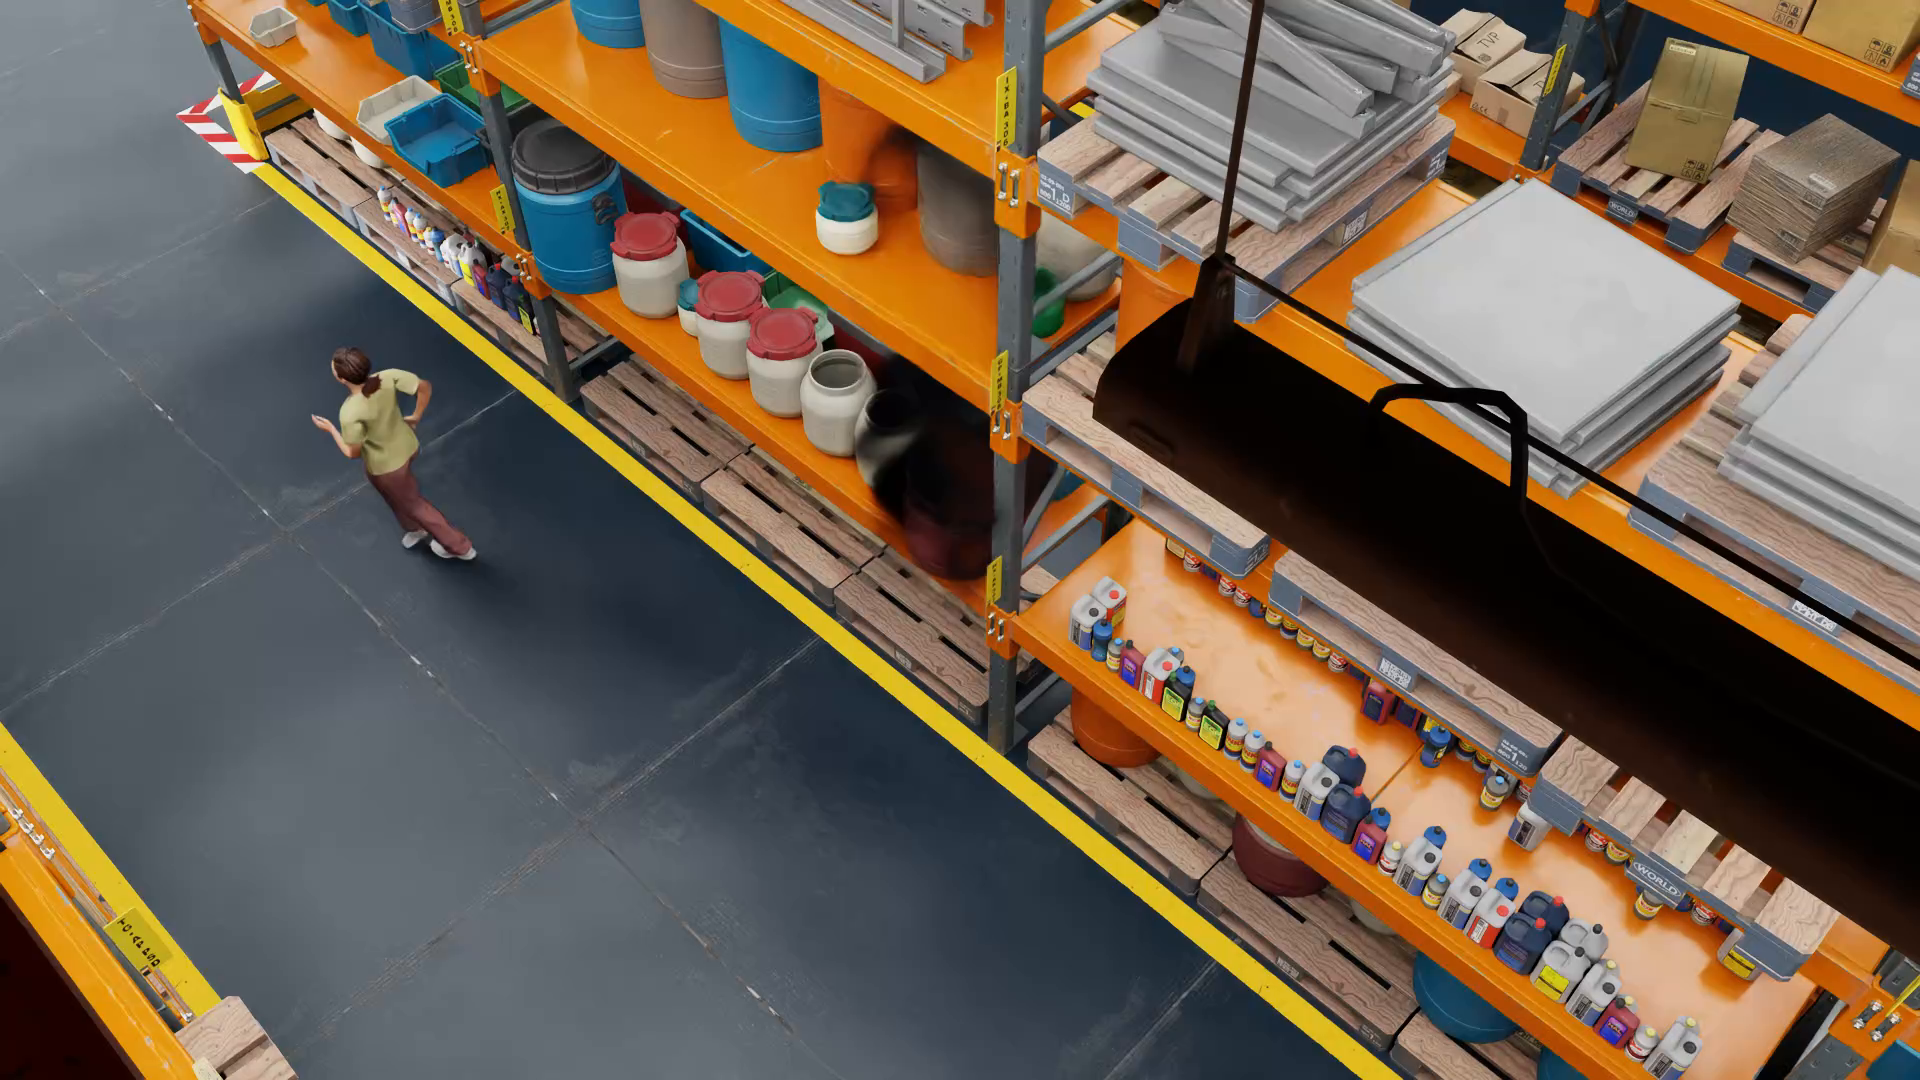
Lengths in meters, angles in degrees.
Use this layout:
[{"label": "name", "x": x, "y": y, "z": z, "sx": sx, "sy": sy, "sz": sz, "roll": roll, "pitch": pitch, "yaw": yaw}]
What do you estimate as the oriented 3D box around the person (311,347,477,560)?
[{"label": "person", "x": -3.305, "y": -0.483, "z": 9.708, "sx": 0.740, "sy": 1.696, "sz": 0.579, "roll": 15, "pitch": 52, "yaw": 12}]
